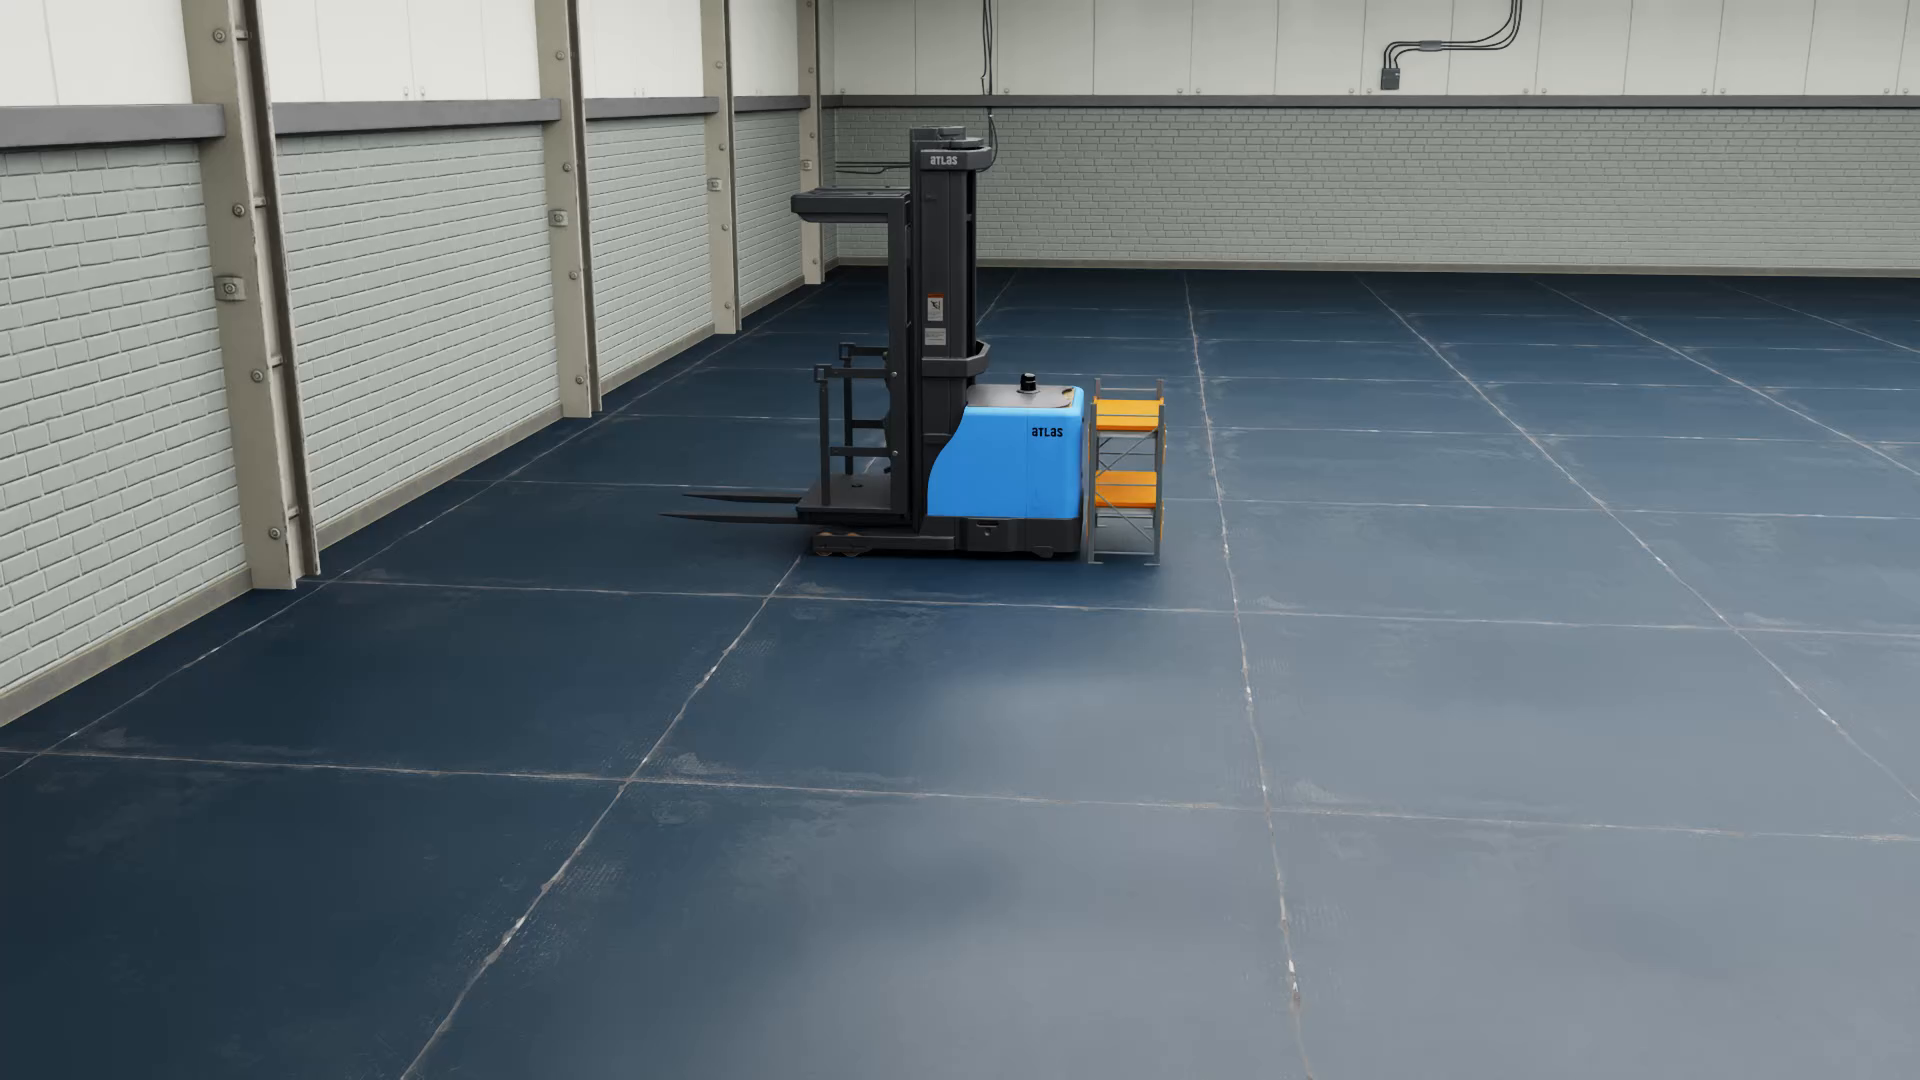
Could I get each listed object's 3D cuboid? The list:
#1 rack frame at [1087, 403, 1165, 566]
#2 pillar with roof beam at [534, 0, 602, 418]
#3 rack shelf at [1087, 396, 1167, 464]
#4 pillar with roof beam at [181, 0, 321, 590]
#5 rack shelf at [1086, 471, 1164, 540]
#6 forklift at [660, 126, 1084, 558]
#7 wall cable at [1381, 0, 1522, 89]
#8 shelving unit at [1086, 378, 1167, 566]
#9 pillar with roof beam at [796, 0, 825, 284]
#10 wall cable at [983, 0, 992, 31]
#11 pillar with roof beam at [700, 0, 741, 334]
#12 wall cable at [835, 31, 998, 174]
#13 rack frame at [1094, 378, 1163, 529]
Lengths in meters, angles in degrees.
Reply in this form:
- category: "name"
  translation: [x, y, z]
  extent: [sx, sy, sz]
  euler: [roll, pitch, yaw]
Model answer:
- category: "rack frame"
  translation: [1.135, -0.375, 11.395]
  extent: [0.500, 1.125, 0.032]
  euler: [2, 15, 6]
- category: "pillar with roof beam"
  translation: [0.424, -5.503, 15.273]
  extent: [9.100, 9.000, 0.400]
  euler: [2, 15, 6]
- category: "rack shelf"
  translation: [1.189, -0.790, 11.807]
  extent: [0.538, 0.278, 1.000]
  euler: [2, 15, 6]
- category: "pillar with roof beam"
  translation: [-0.253, -3.947, 9.518]
  extent: [9.100, 9.000, 0.400]
  euler: [2, 15, 6]
- category: "rack shelf"
  translation: [1.189, -0.271, 11.947]
  extent: [0.538, 0.278, 1.000]
  euler: [2, 15, 6]
- category: "forklift"
  translation: [-0.626, -1.432, 11.841]
  extent: [3.031, 2.935, 1.130]
  euler: [2, 15, 6]
- category: "wall cable"
  translation: [8.578, -10.825, 28.440]
  extent: [2.305, 6.003, 0.169]
  euler: [2, 15, 6]
- category: "shelving unit"
  translation: [1.189, -0.507, 11.883]
  extent: [0.538, 1.125, 1.048]
  euler: [2, 15, 6]
- category: "pillar with roof beam"
  translation: [1.778, -8.615, 26.783]
  extent: [9.100, 9.000, 0.400]
  euler: [2, 15, 6]
- category: "wall cable"
  translation: [1.835, -10.326, 29.385]
  extent: [3.097, 2.526, 0.112]
  euler: [2, 15, 6]
- category: "pillar with roof beam"
  translation: [1.101, -7.059, 21.028]
  extent: [9.100, 9.000, 0.400]
  euler: [2, 15, 6]
- category: "wall cable"
  translation: [-0.853, -7.968, 30.339]
  extent: [3.097, 2.526, 0.112]
  euler: [2, 15, 6]
- category: "rack frame"
  translation: [1.242, -0.639, 12.371]
  extent: [0.500, 1.125, 0.032]
  euler: [2, 15, 6]
